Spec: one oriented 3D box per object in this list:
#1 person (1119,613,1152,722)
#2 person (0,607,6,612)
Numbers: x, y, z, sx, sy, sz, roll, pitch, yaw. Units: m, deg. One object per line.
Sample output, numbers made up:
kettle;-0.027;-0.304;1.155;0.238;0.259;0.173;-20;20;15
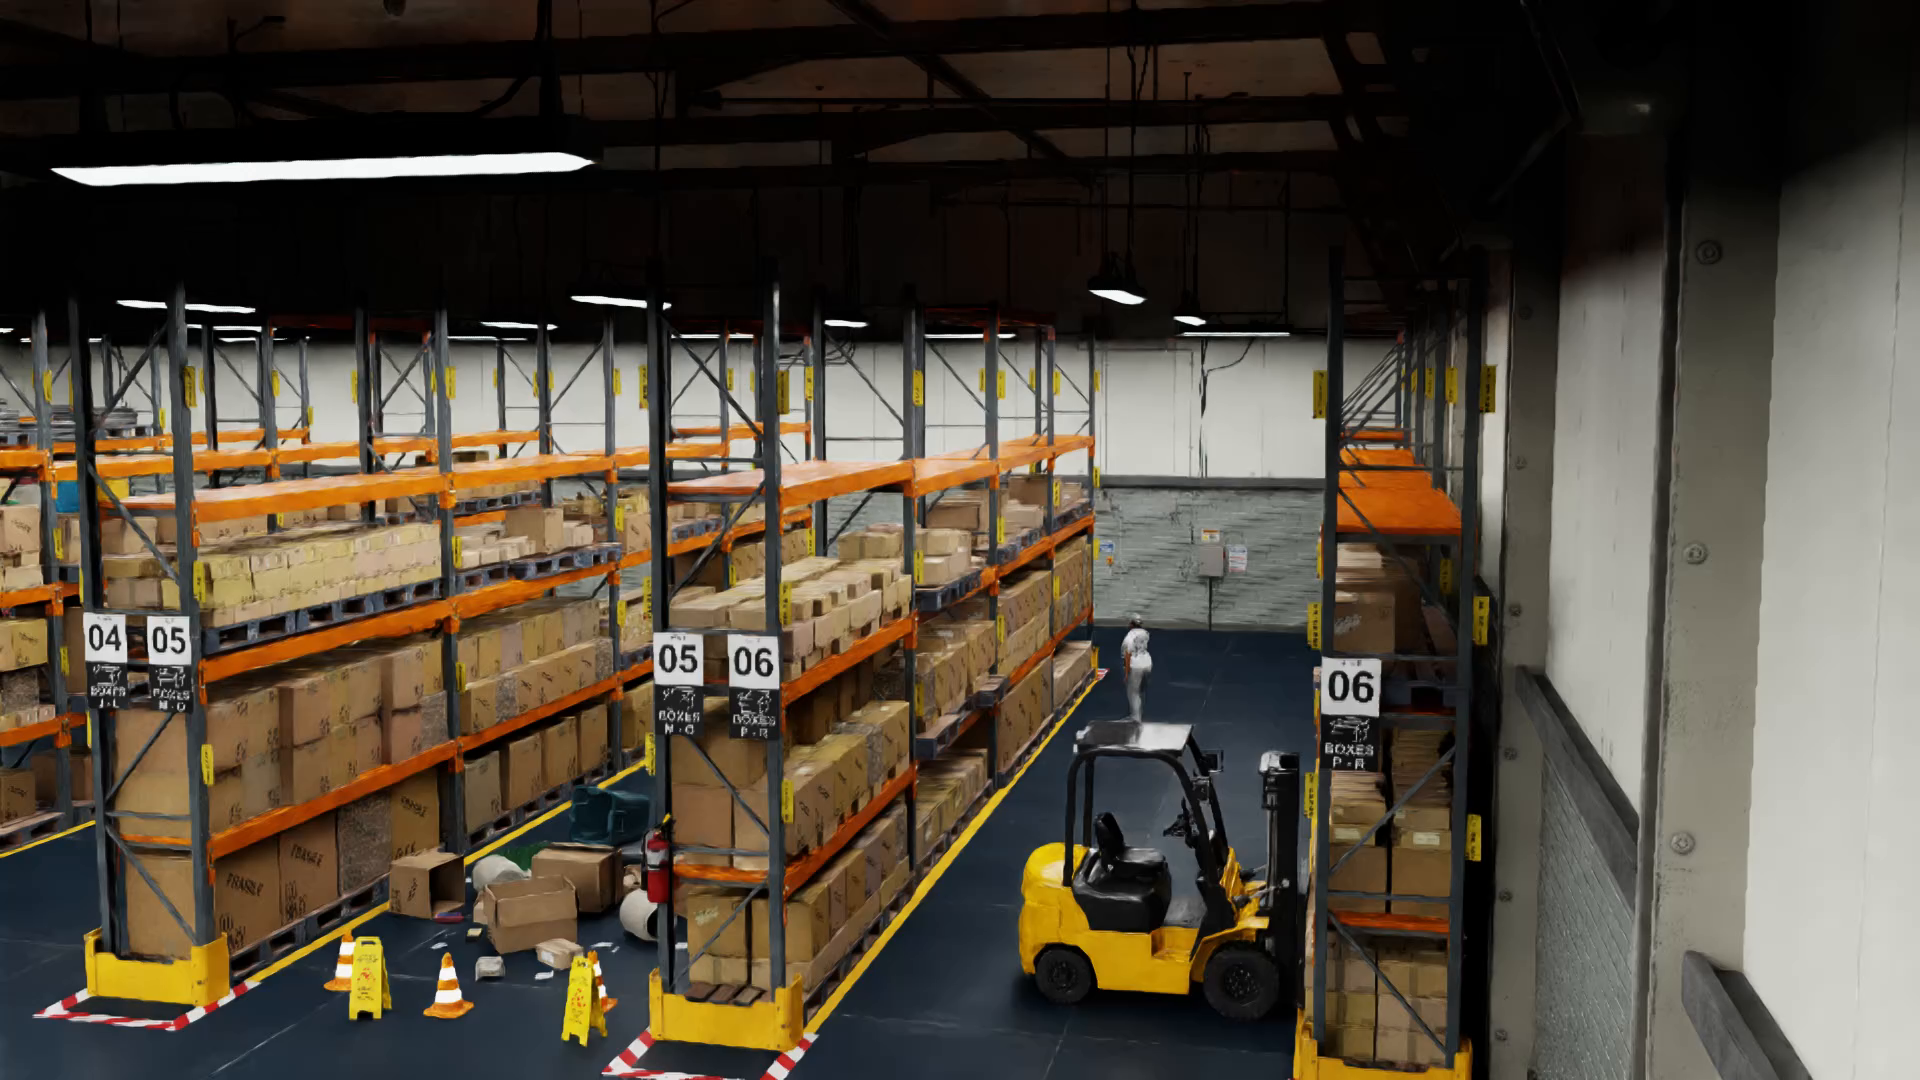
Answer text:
person;2.523;1.889;24.195;0.480;1.659;0.523;5;8;42
person;-16.098;1.540;27.718;0.677;1.671;0.534;1;6;11
